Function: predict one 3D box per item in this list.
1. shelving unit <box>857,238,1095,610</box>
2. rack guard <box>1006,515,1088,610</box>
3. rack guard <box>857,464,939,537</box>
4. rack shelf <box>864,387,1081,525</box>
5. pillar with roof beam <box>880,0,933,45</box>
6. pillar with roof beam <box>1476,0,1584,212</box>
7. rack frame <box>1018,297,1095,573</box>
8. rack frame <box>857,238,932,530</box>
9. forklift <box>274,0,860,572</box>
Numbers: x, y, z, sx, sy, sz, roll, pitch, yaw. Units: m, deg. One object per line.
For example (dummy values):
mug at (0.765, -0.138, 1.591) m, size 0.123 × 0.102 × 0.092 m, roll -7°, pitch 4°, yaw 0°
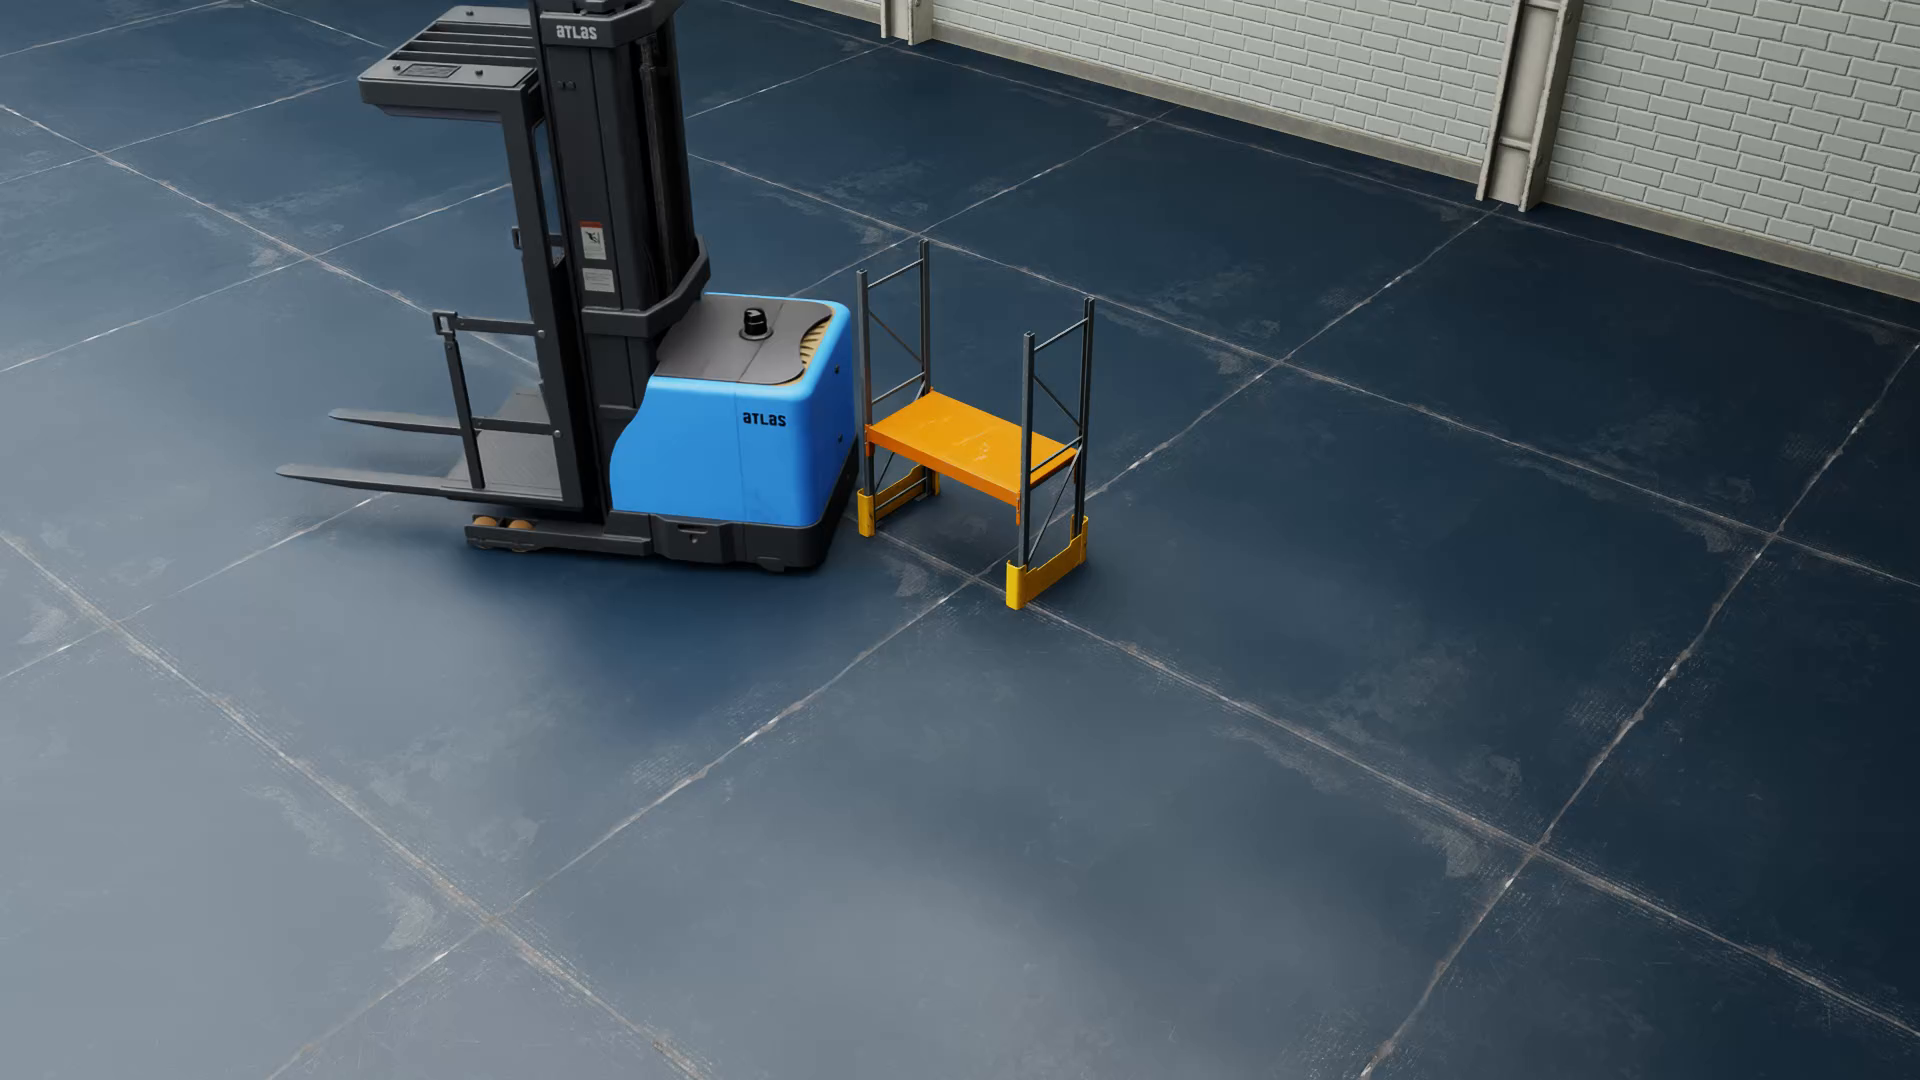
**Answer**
shelving unit at (0.059, -0.591, 8.285) m, size 1.083 × 1.500 × 0.587 m, roll 25°, pitch 42°, yaw 32°
rack guard at (0.441, 0.105, 8.376) m, size 0.087 × 0.250 × 0.587 m, roll 25°, pitch 42°, yaw 32°
rack guard at (-0.324, -0.256, 8.902) m, size 0.087 × 0.250 × 0.587 m, roll 25°, pitch 42°, yaw 32°
rack shelf at (0.066, -0.439, 8.382) m, size 1.000 × 0.185 × 0.538 m, roll 25°, pitch 42°, yaw 32°
pillar with roof beam at (-3.249, -6.565, 10.361) m, size 0.400 × 9.000 × 9.100 m, roll 25°, pitch 42°, yaw 32°
pillar with roof beam at (1.362, -4.392, 7.196) m, size 0.400 × 9.000 × 9.100 m, roll 25°, pitch 42°, yaw 32°
rack frame at (0.456, -0.403, 8.012) m, size 0.032 × 1.500 × 0.500 m, roll 25°, pitch 42°, yaw 32°
rack frame at (-0.325, -0.771, 8.549) m, size 0.032 × 1.500 × 0.500 m, roll 25°, pitch 42°, yaw 32°
forklift at (-2.119, -1.432, 8.247) m, size 3.031 × 2.935 × 1.130 m, roll 5°, pitch 35°, yaw 8°
